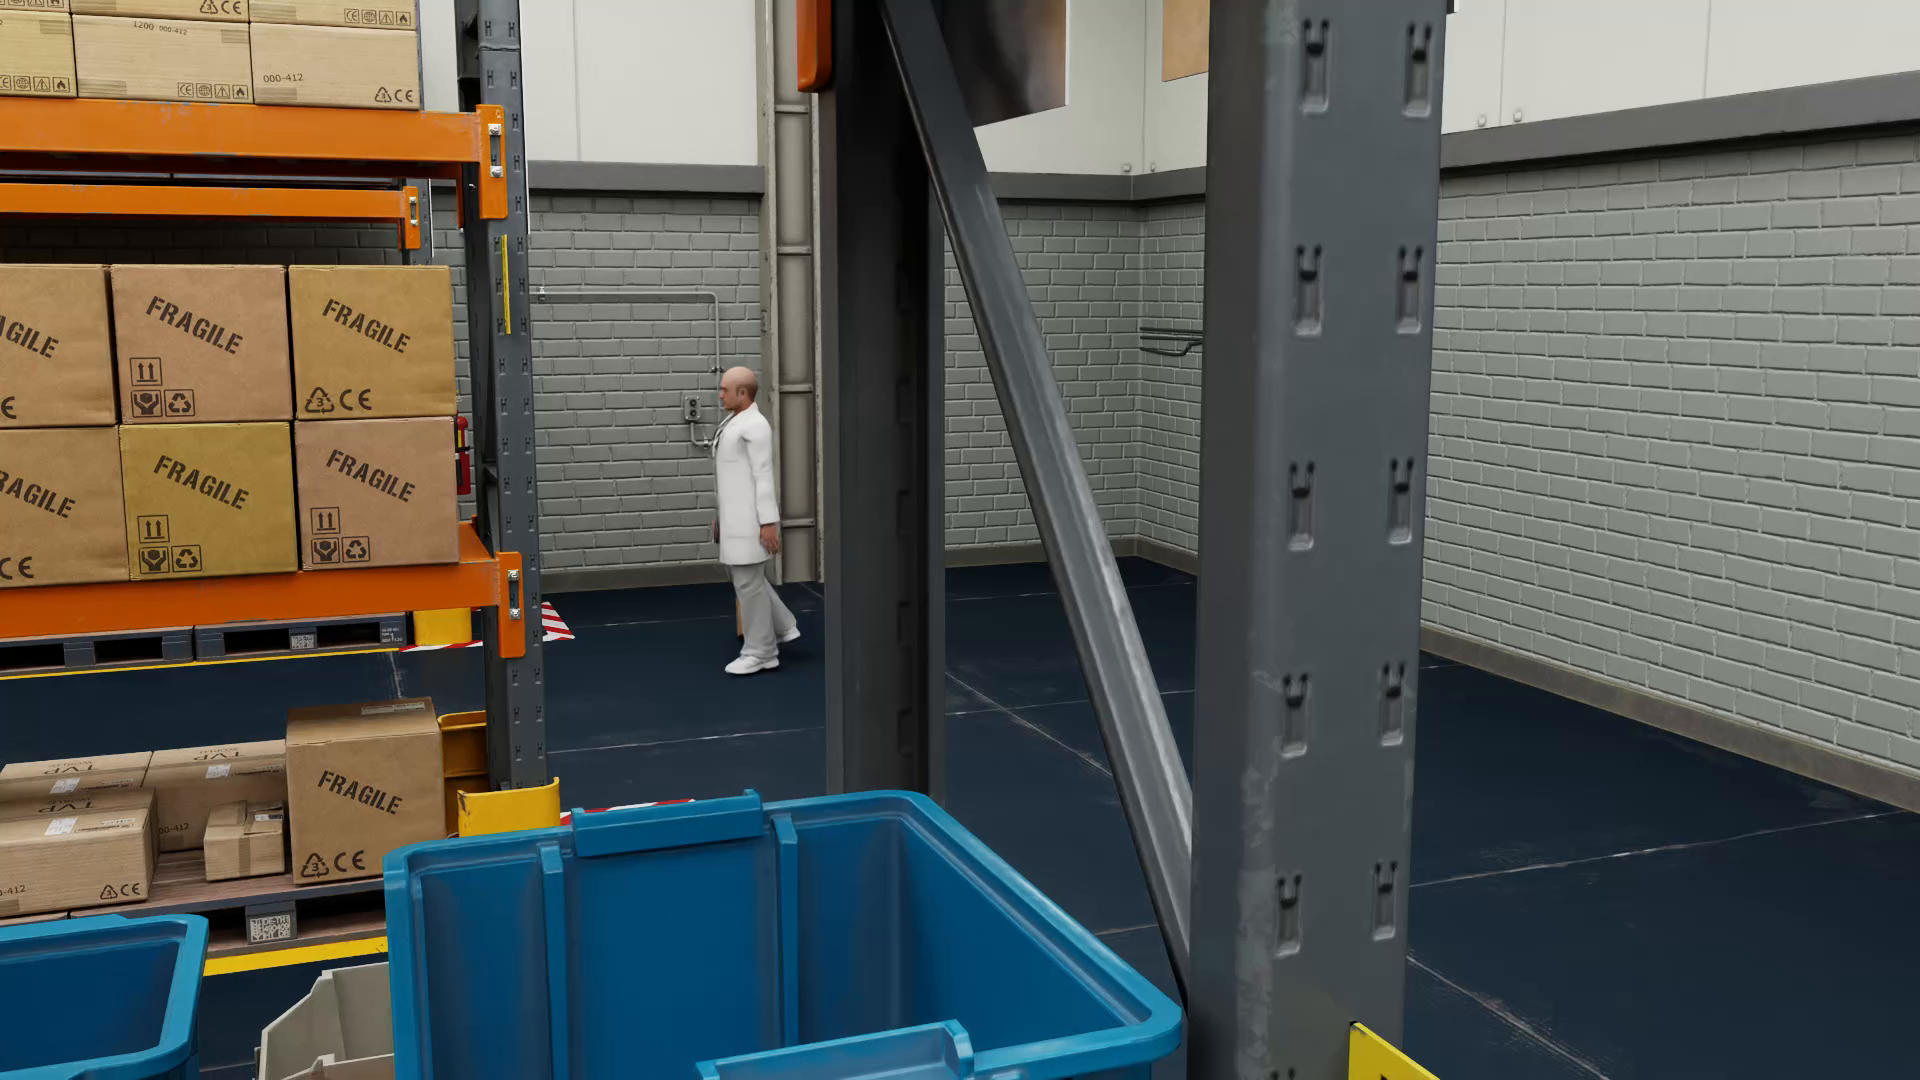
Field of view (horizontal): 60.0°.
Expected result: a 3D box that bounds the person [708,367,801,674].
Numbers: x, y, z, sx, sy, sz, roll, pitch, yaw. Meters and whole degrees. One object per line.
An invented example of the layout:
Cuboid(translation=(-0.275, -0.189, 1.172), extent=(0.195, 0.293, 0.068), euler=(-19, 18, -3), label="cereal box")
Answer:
Cuboid(translation=(-1.201, -0.134, 9.742), extent=(0.558, 1.770, 0.789), euler=(-3, 9, -16), label="person")
